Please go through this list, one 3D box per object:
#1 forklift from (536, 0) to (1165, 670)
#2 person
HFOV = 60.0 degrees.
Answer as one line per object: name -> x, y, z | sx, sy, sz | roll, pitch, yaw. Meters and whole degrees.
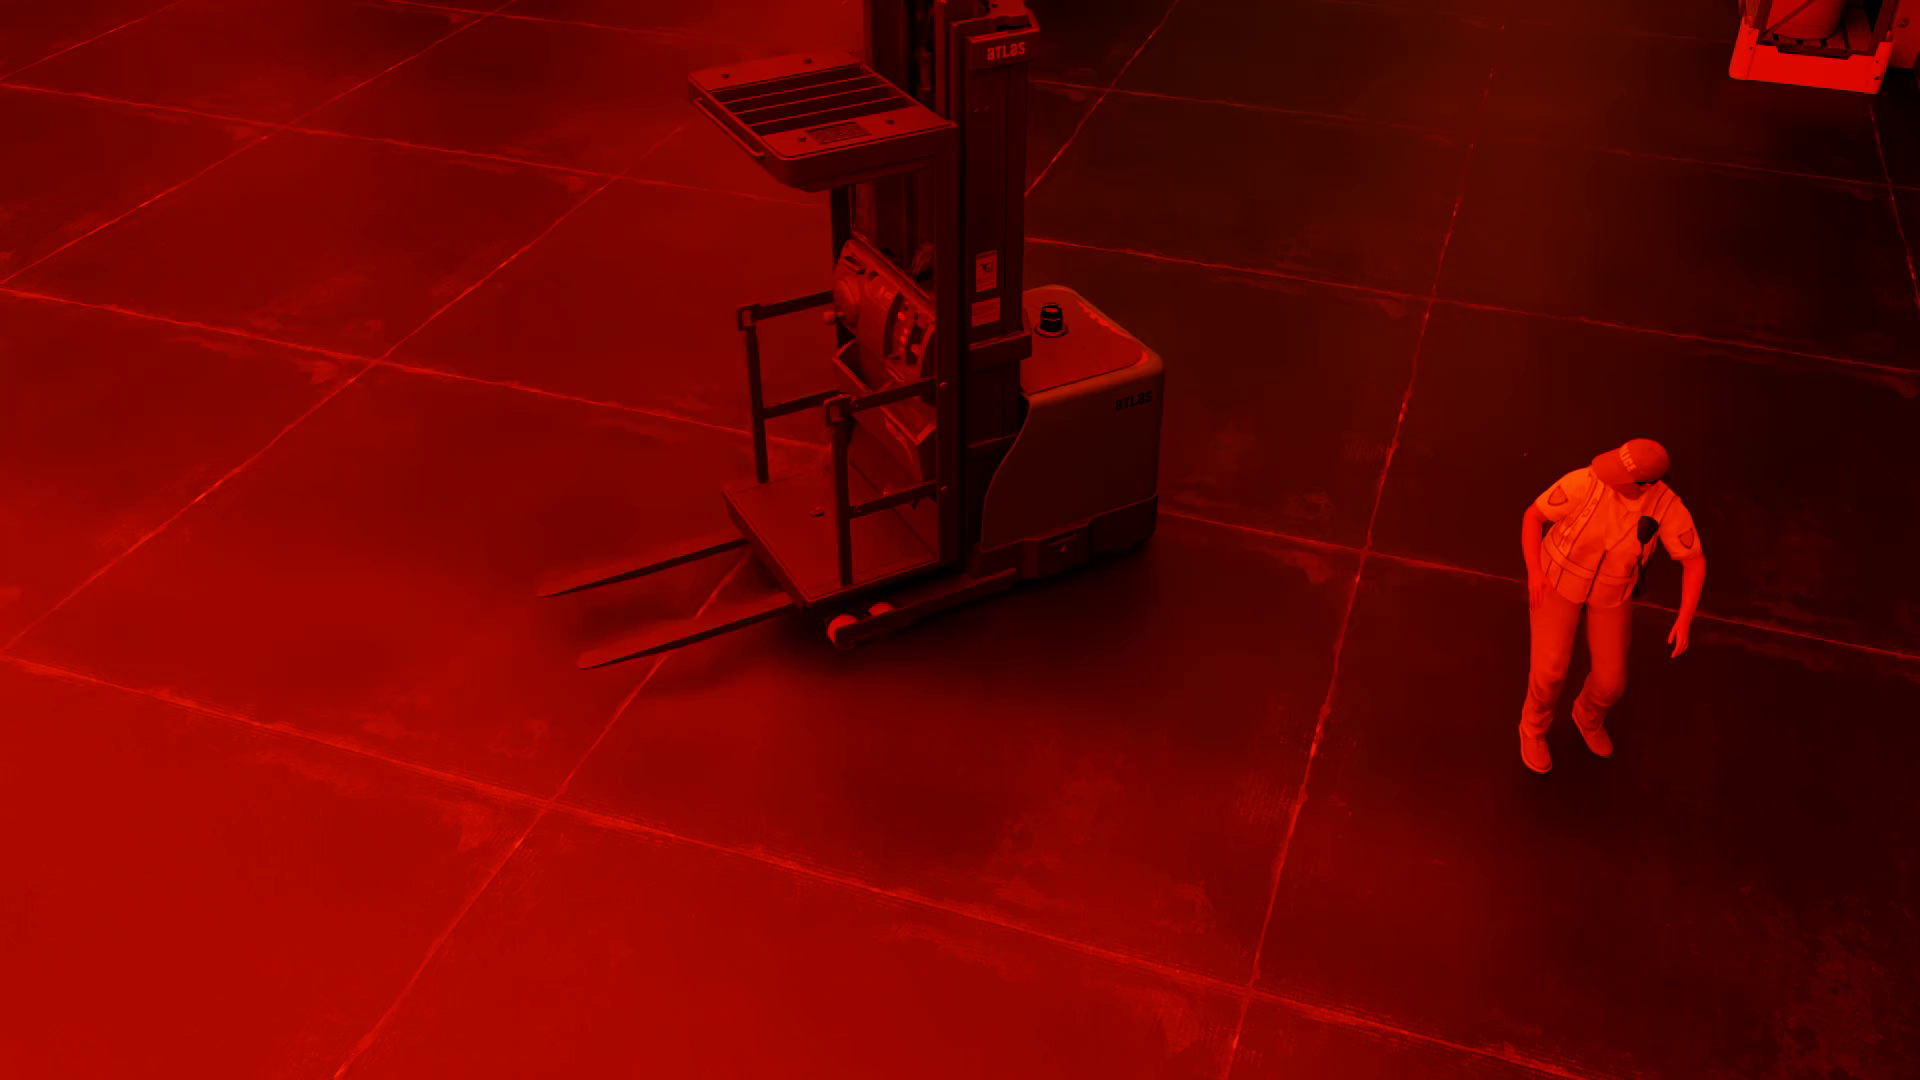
forklift -> -0.534, -1.024, 7.554 | 3.031, 2.935, 1.130 | -17, 39, -23
person -> 2.662, 0.263, 6.924 | 0.720, 1.619, 0.597 | 7, 36, 10
